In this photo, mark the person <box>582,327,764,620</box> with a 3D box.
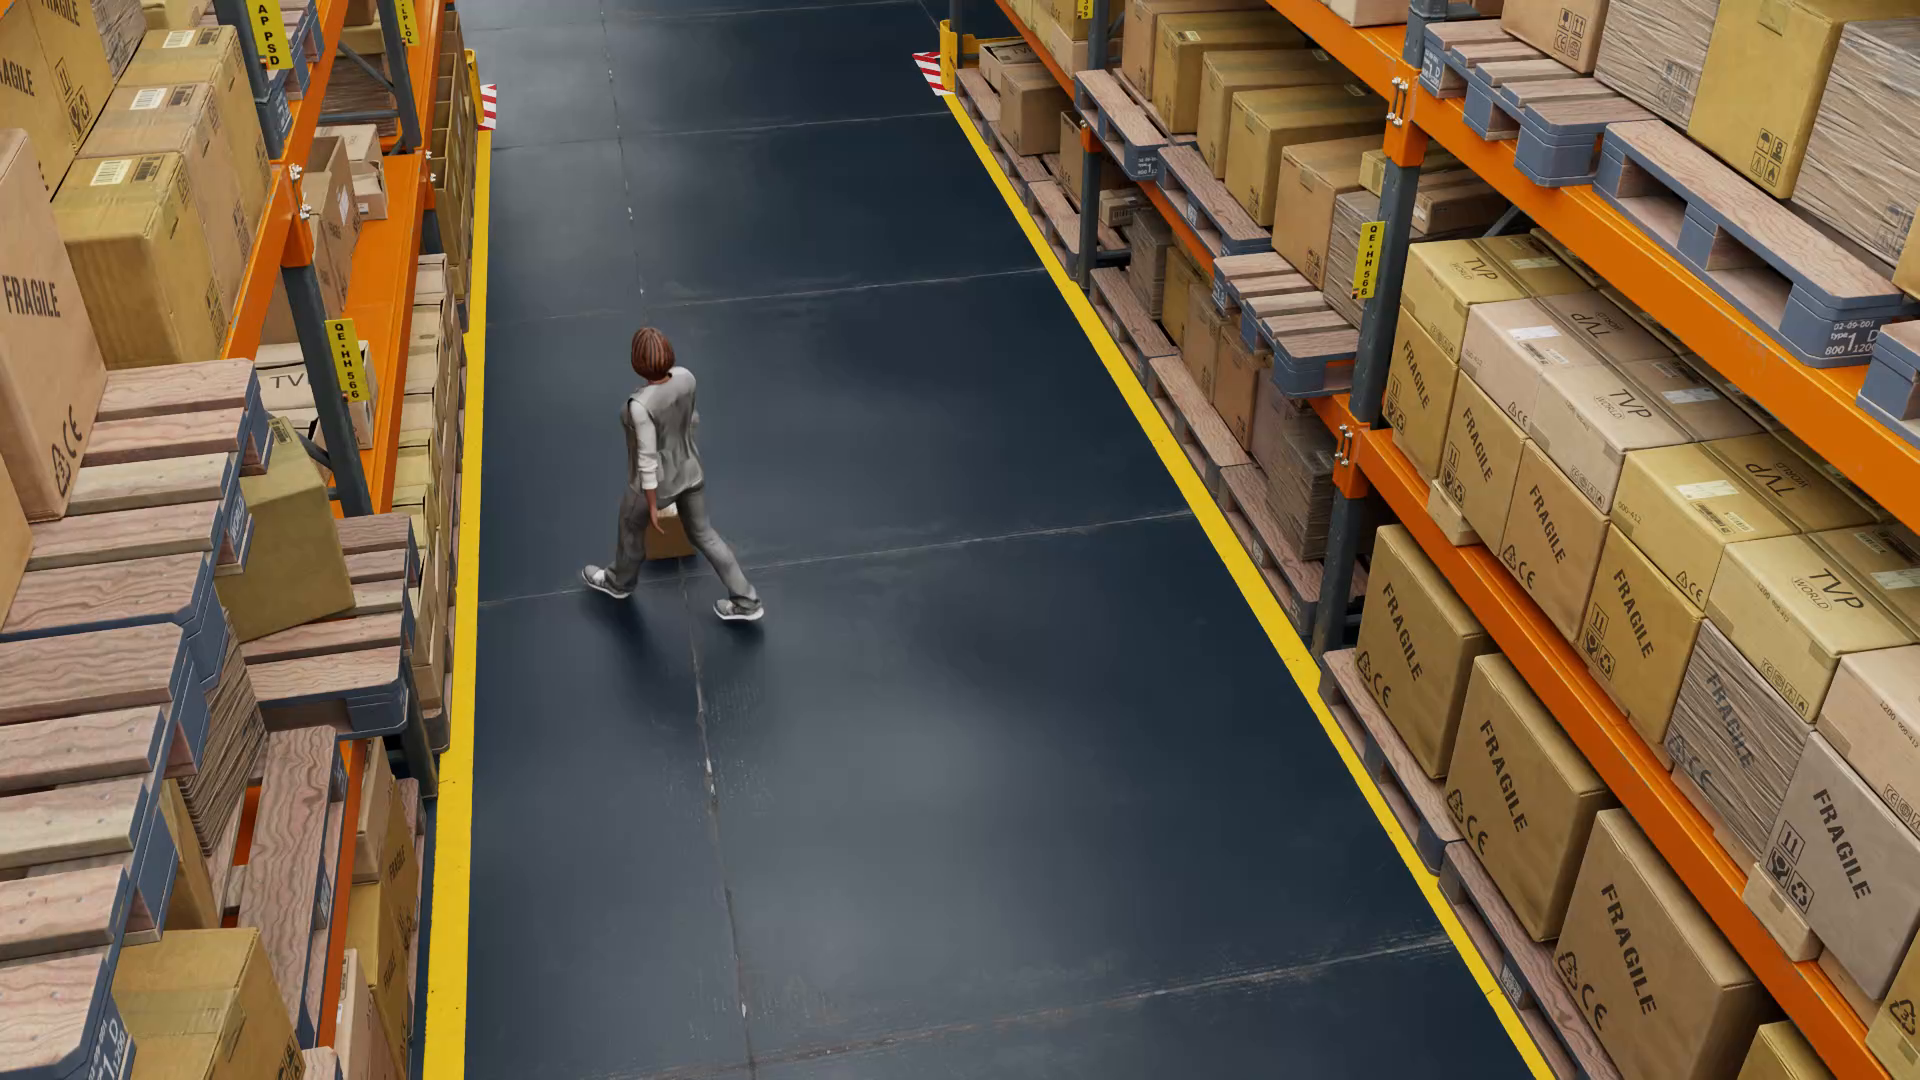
[{"bbox_3d":[-1.388,-0.318,7.634,0.958,1.534,0.435,24,41,30],"label":"person"}]
